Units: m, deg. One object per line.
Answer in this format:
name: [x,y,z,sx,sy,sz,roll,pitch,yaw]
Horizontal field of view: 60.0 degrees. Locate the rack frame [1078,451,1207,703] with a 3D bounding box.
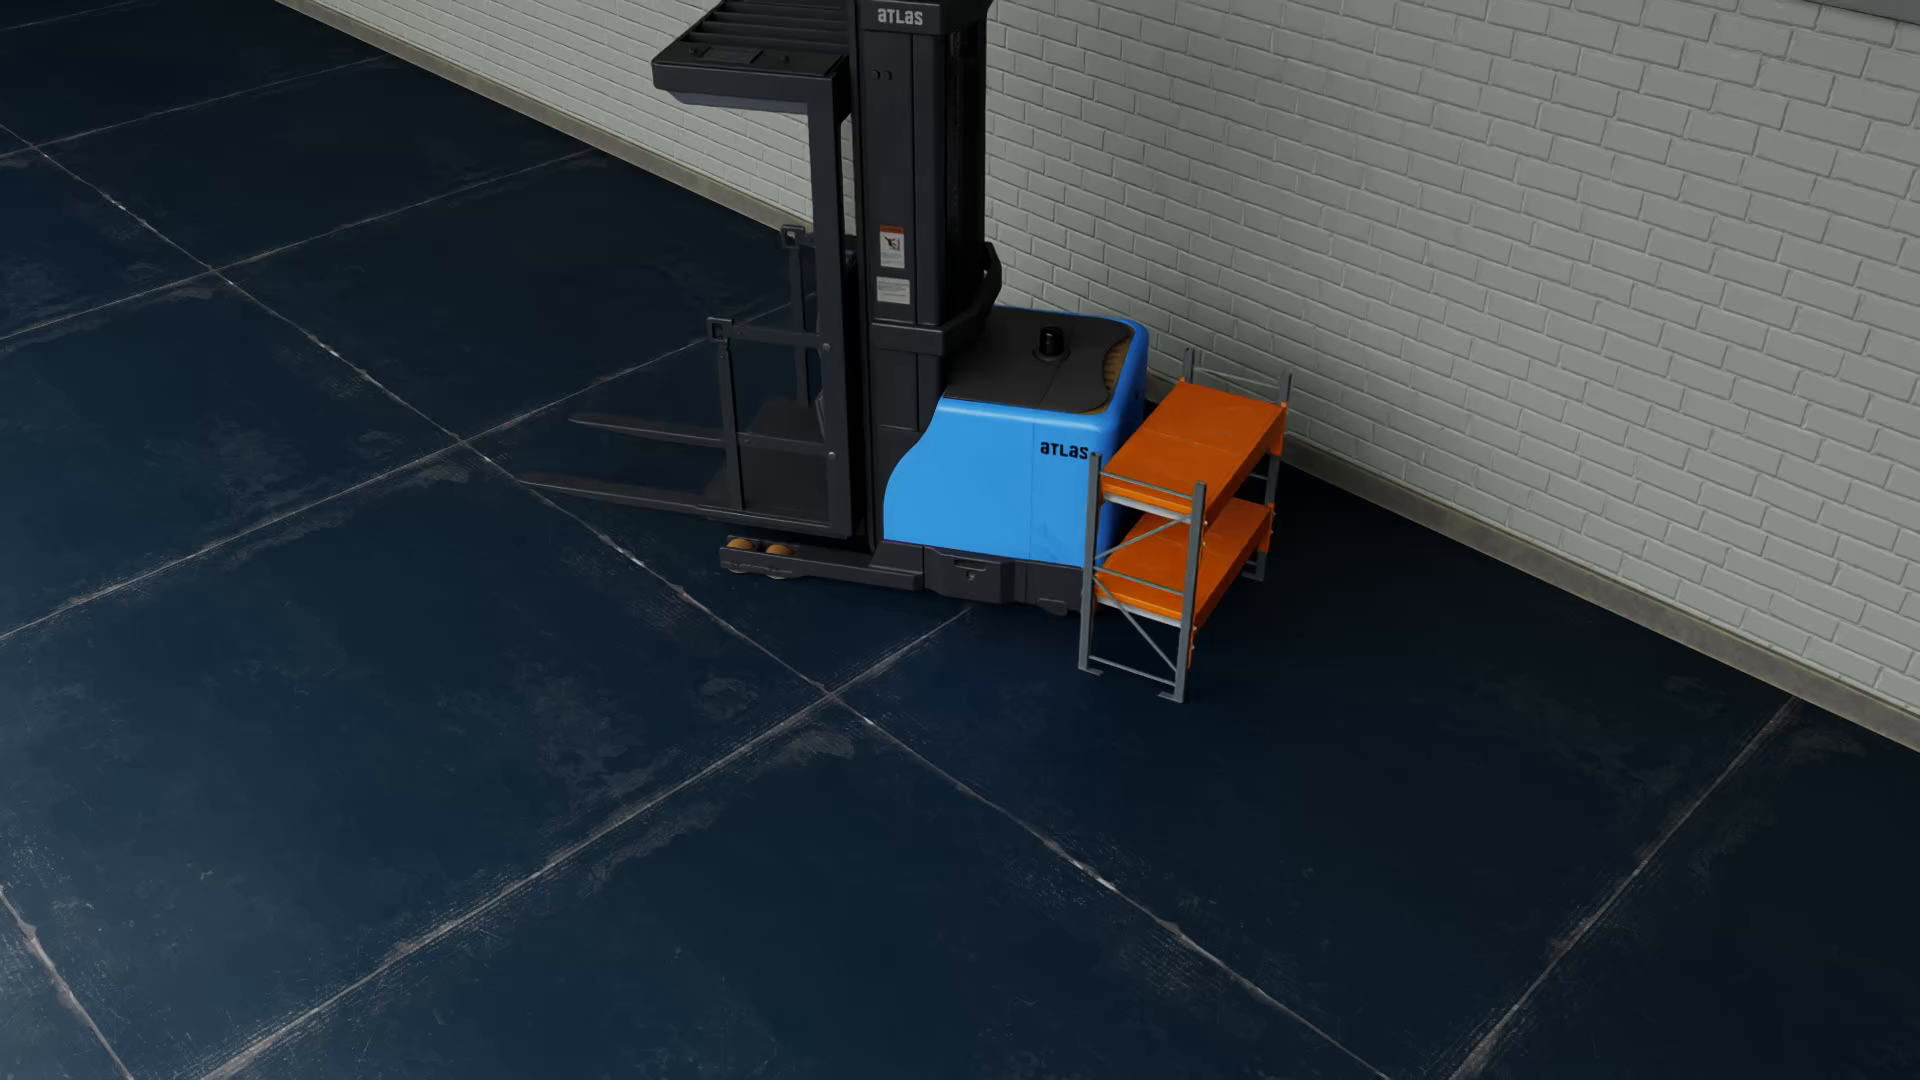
rack frame: [0.755,0.174,7.016,0.500,1.125,0.032,17,38,23]

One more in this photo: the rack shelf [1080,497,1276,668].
rack shelf: [0.997,0.119,7.523,0.538,0.278,1.000,17,38,23]

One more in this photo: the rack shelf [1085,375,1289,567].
rack shelf: [0.997,-0.321,7.215,0.538,0.278,1.000,17,38,23]

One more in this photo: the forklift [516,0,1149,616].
forklift: [-0.669,-1.297,7.547,3.031,2.935,1.130,8,36,11]

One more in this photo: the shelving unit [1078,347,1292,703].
shelving unit: [0.997,-0.081,7.383,0.538,1.125,1.048,17,38,23]

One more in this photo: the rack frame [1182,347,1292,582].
rack frame: [1.239,-0.337,7.749,0.500,1.125,0.032,17,38,23]
